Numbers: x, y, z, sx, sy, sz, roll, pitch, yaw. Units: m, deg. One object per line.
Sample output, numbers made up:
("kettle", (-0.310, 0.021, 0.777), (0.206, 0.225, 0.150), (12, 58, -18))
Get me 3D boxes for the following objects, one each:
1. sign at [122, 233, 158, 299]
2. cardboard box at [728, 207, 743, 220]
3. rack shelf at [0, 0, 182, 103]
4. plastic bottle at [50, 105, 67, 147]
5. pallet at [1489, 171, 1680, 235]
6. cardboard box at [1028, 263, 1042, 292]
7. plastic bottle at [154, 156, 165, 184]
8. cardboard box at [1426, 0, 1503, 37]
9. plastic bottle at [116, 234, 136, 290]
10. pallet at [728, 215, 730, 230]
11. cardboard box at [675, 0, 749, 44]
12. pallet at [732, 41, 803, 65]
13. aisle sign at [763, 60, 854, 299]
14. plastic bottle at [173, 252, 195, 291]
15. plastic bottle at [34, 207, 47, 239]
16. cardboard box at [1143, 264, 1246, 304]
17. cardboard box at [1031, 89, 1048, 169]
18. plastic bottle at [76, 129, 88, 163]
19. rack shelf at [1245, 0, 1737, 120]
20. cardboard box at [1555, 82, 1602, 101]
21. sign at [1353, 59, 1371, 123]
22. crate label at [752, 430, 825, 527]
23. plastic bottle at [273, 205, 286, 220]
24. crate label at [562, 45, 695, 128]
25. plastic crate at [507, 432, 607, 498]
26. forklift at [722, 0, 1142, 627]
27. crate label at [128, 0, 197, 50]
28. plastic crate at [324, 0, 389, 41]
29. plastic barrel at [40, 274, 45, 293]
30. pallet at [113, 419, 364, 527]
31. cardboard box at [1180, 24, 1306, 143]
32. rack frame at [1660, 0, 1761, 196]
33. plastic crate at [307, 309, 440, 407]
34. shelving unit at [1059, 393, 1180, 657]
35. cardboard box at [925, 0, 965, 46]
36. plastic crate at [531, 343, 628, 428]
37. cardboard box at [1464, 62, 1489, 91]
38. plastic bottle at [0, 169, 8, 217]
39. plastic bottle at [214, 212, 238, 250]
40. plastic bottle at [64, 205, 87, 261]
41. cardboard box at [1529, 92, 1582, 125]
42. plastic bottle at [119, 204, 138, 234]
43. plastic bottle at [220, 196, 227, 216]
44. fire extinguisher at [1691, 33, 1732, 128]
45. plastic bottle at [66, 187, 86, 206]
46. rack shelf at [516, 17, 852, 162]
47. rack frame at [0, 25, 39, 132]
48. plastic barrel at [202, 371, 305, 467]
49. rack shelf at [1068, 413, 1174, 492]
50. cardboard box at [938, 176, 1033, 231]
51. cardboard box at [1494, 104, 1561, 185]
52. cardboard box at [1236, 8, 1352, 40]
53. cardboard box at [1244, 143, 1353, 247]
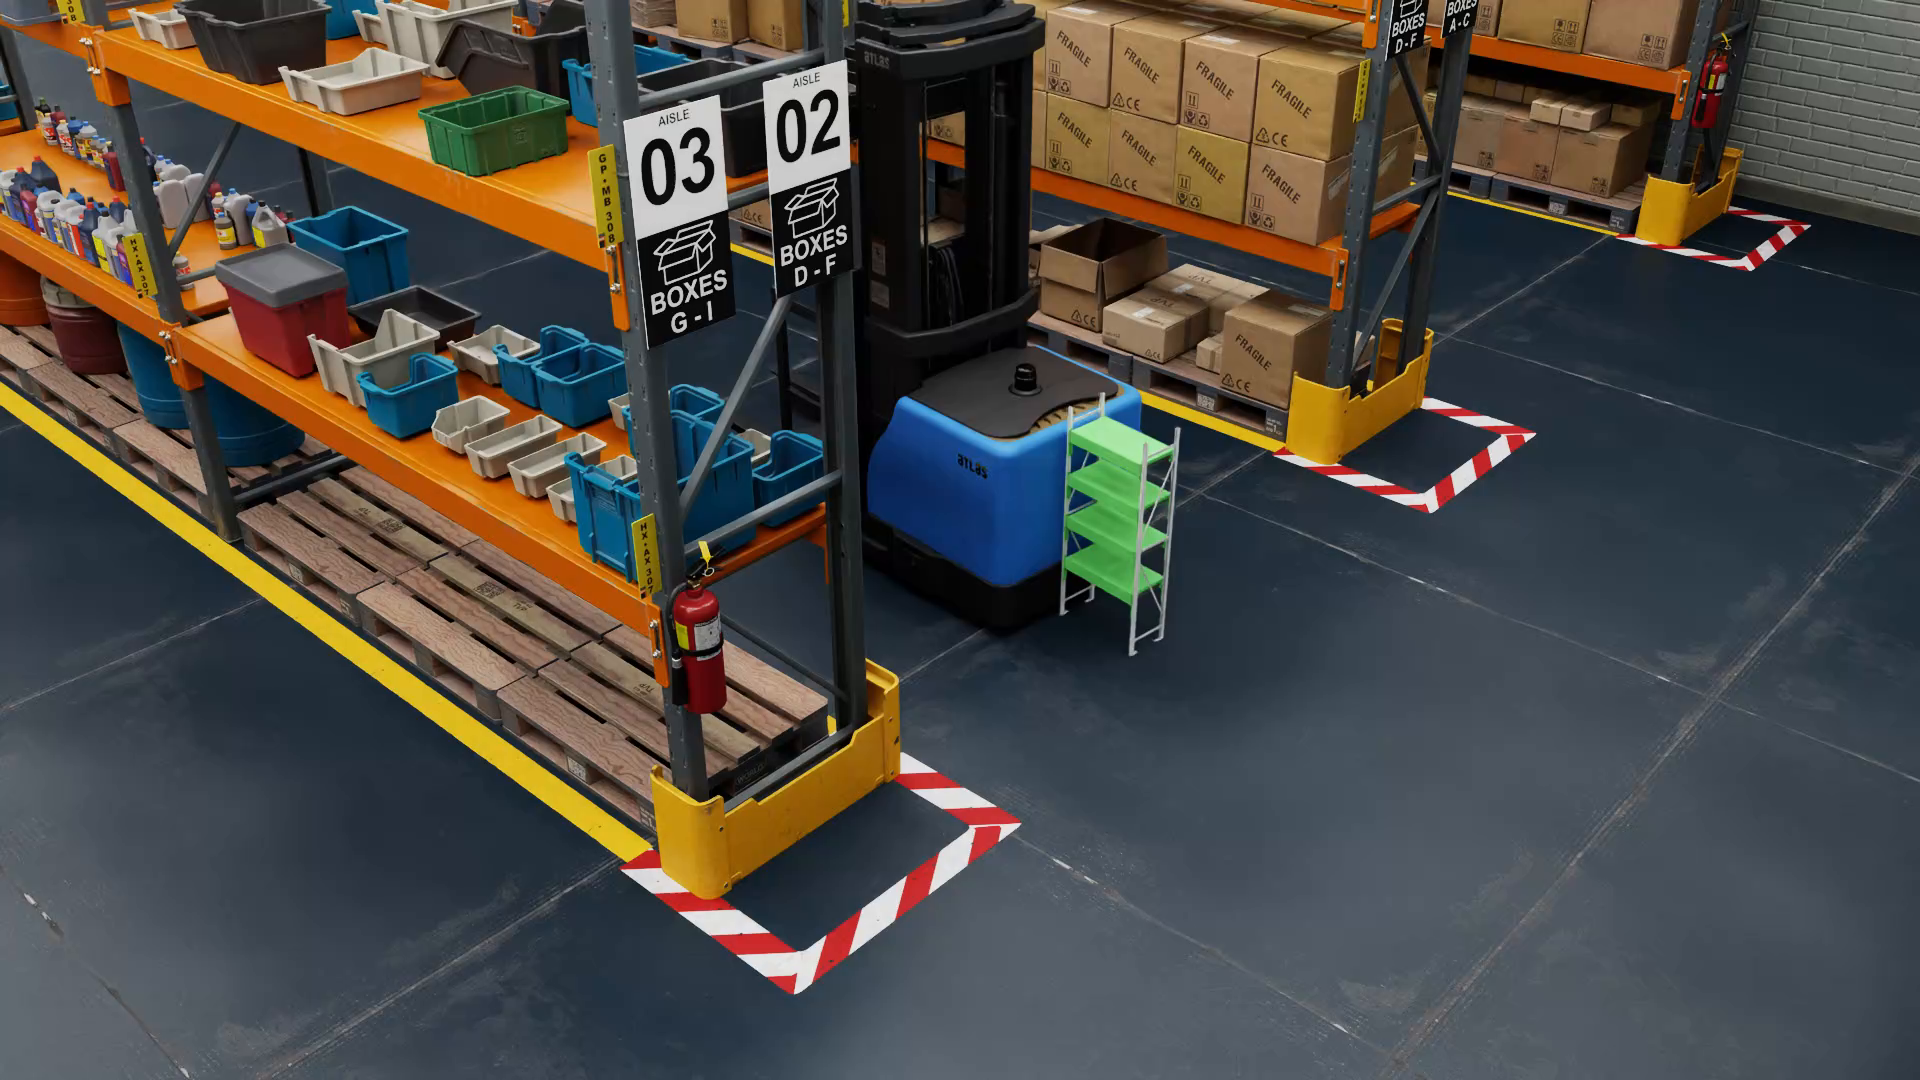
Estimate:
("sign", (-4.123, -1.377, 8.361), (0.005, 0.325, 0.100), (25, 39, 35))
("cardboard box", (-1.716, -2.888, 13.136), (0.500, 0.500, 0.500), (26, 39, 36))
("rack shelf", (-5.235, -3.138, 9.343), (4.000, 0.370, 1.077), (25, 39, 35))
("plastic bottle", (-5.961, -2.746, 11.017), (0.133, 0.283, 0.061), (25, 39, 35))
("pallet", (5.216, -2.925, 13.904), (1.213, 0.211, 1.003), (25, 39, 35))
("cardboard box", (0.388, -1.813, 11.673), (0.250, 0.166, 0.380), (25, 39, 35))
("plastic bottle", (-4.838, -2.204, 10.128), (0.097, 0.271, 0.097), (0, 31, 0))
("cardboard box", (4.370, -4.689, 13.839), (0.700, 0.700, 0.980), (23, 38, 33))
("plastic bottle", (-4.464, -1.494, 8.937), (0.133, 0.283, 0.061), (25, 39, 35))
("pallet", (-1.963, -2.856, 13.790), (1.213, 0.211, 1.003), (25, 39, 35))
("cardboard box", (-1.777, -4.172, 12.768), (0.500, 0.500, 0.700), (15, 34, 23))
("pallet", (-0.945, -3.597, 12.504), (1.213, 0.211, 1.003), (25, 39, 35))
("aisle sign", (-0.534, -1.287, 5.958), (0.004, 0.787, 0.394), (25, 39, 35))
("plastic bottle", (-4.192, -1.450, 8.944), (0.097, 0.201, 0.097), (0, 31, 0))
("plastic bottle", (-5.283, -1.854, 9.614), (0.097, 0.201, 0.097), (0, 31, 0))
("cardboard box", (1.586, -1.630, 11.289), (0.500, 0.250, 0.500), (25, 39, 35))
("cardboard box", (0.520, -2.774, 10.852), (0.500, 0.500, 0.500), (25, 39, 35))
("plastic bottle", (-5.671, -2.563, 10.792), (0.097, 0.201, 0.097), (0, 31, 0))
("rack shelf", (4.378, -4.257, 14.110), (4.000, 0.370, 1.077), (25, 39, 35))
("cardboard box", (5.126, -3.672, 13.828), (0.250, 0.149, 0.380), (25, 39, 35))
("sign", (2.153, -2.403, 8.905), (0.005, 0.325, 0.100), (25, 39, 35))
("crate label", (-0.749, -0.250, 6.860), (0.303, 0.233, 0.416), (25, 39, 35))
("plastic bottle", (-3.837, -1.755, 9.370), (0.133, 0.283, 0.061), (25, 39, 35))
("crate label", (-1.254, -1.749, 6.482), (0.502, 0.251, 0.408), (25, 39, 35))
("plastic crate", (-1.718, -0.316, 7.064), (0.243, 0.136, 0.396), (25, 39, 35))
("forklift", (-0.417, -1.495, 8.891), (1.130, 2.935, 3.031), (-25, 39, -35))
("crate label", (-3.584, -2.361, 7.611), (0.466, 0.136, 0.293), (25, 39, 35))
("plastic crate", (-2.863, -2.489, 7.730), (0.300, 0.233, 0.416), (25, 39, 35))
("plastic barrel", (-5.865, -1.643, 11.076), (0.421, 0.512, 0.421), (0, 31, 0))
("pallet", (-4.297, -0.557, 9.970), (1.213, 0.211, 1.003), (25, 39, 35))
("cardboard box", (1.650, -2.672, 9.713), (0.500, 0.500, 0.500), (26, 40, 36))
("rack frame", (5.861, -3.873, 12.775), (0.127, 3.000, 1.000), (25, 39, 35))
("plastic crate", (-2.744, -0.845, 7.801), (0.530, 0.282, 0.437), (25, 39, 35))
("shelving unit", (0.774, -0.069, 8.198), (0.258, 1.200, 0.503), (-25, 39, -35))
("cardboard box", (0.117, -3.384, 10.896), (0.500, 0.500, 0.500), (24, 38, 34))
("plastic crate", (-1.725, -0.705, 7.617), (0.300, 0.233, 0.416), (25, 39, 35))
("cardboard box", (4.373, -4.023, 14.411), (0.250, 0.149, 0.380), (24, 39, 34))
("plastic bottle", (-5.690, -2.074, 9.912), (0.097, 0.271, 0.097), (0, 31, 0))
("plastic bottle", (-4.181, -1.762, 9.461), (0.097, 0.201, 0.097), (0, 31, 0))
("plastic bottle", (-4.906, -1.729, 9.334), (0.135, 0.276, 0.152), (25, 39, 35))
("cardboard box", (4.868, -3.527, 13.587), (0.250, 0.149, 0.380), (26, 40, 36))
("plastic bottle", (-4.557, -1.696, 9.206), (0.185, 0.351, 0.144), (25, 39, 35))
("plastic bottle", (-4.251, -1.900, 9.691), (0.097, 0.201, 0.097), (0, 31, 0))
("fire extinguisher", (5.663, -3.451, 12.511), (0.183, 0.674, 0.296), (25, 39, 35))
("plastic bottle", (-5.108, -1.908, 9.636), (0.097, 0.271, 0.097), (0, 31, 0))
("rack shelf", (-1.909, -3.745, 13.261), (4.000, 0.370, 1.077), (25, 39, 35))
("rack frame", (-6.718, -2.853, 11.081), (0.127, 3.000, 1.000), (25, 39, 35))
("plastic barrel", (-4.144, -0.944, 9.538), (0.708, 0.901, 0.600), (25, 39, 35))
("rack shelf", (0.776, -0.424, 7.982), (0.258, 0.148, 0.480), (-25, 39, -35))
("cardboard box", (0.187, -2.390, 12.309), (0.500, 0.500, 0.500), (25, 39, 35))
("cardboard box", (4.904, -3.359, 13.938), (0.500, 0.500, 0.700), (25, 39, 35))
("cardboard box", (1.995, -2.881, 10.060), (0.500, 0.500, 0.500), (25, 39, 36))
("cardboard box", (2.025, -2.071, 9.685), (0.500, 0.500, 0.500), (26, 40, 36))
